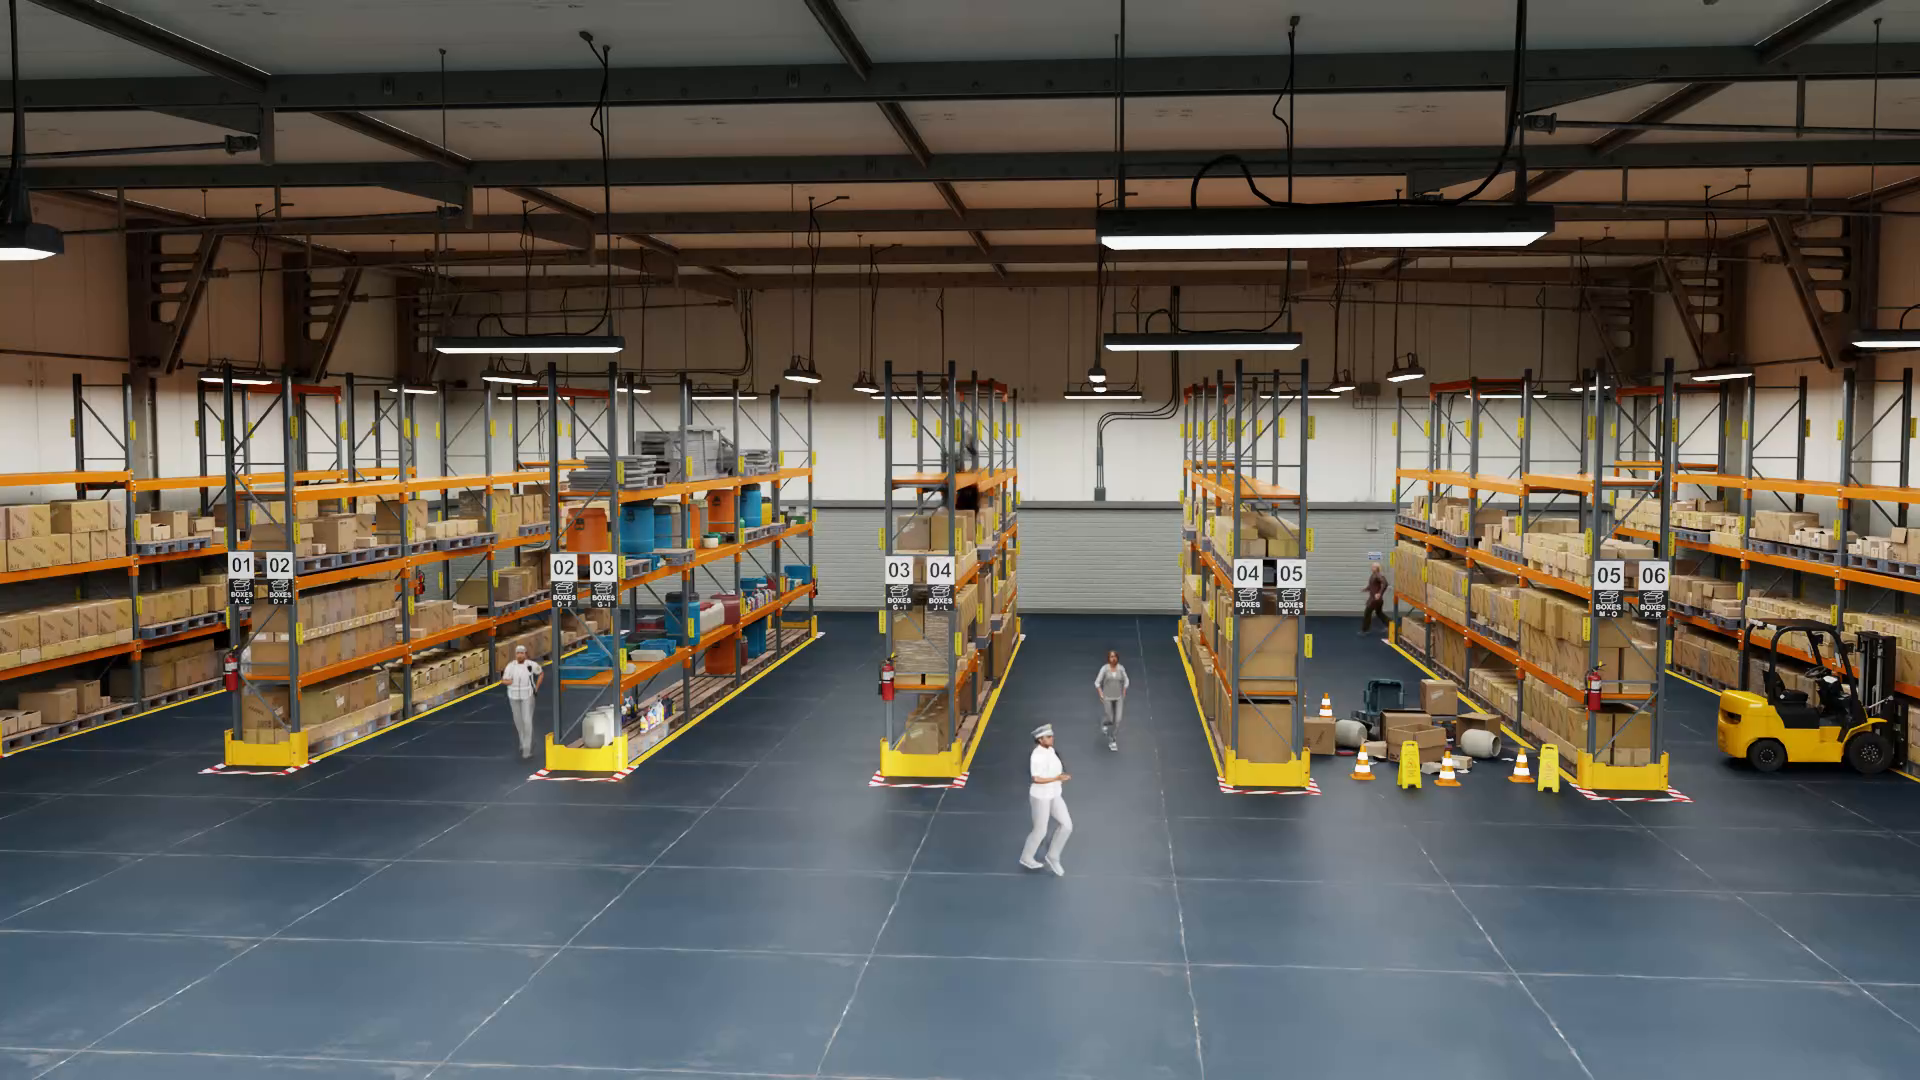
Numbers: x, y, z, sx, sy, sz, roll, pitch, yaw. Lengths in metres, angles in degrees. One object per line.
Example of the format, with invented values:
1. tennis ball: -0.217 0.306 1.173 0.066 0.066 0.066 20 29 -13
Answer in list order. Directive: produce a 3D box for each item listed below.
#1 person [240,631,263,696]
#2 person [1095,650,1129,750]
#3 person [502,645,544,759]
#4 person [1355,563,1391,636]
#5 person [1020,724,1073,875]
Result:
1. person: -11.862 2.343 27.892 0.612 1.648 0.576 0 4 3
2. person: 2.410 2.518 26.272 0.547 1.545 0.552 0 4 -6
3. person: -6.767 2.484 25.710 0.592 1.711 0.747 0 4 -1
4. person: 10.115 1.558 40.490 0.925 1.615 0.757 1 4 13
5. person: 0.994 2.915 18.759 0.681 1.710 0.553 3 5 37
